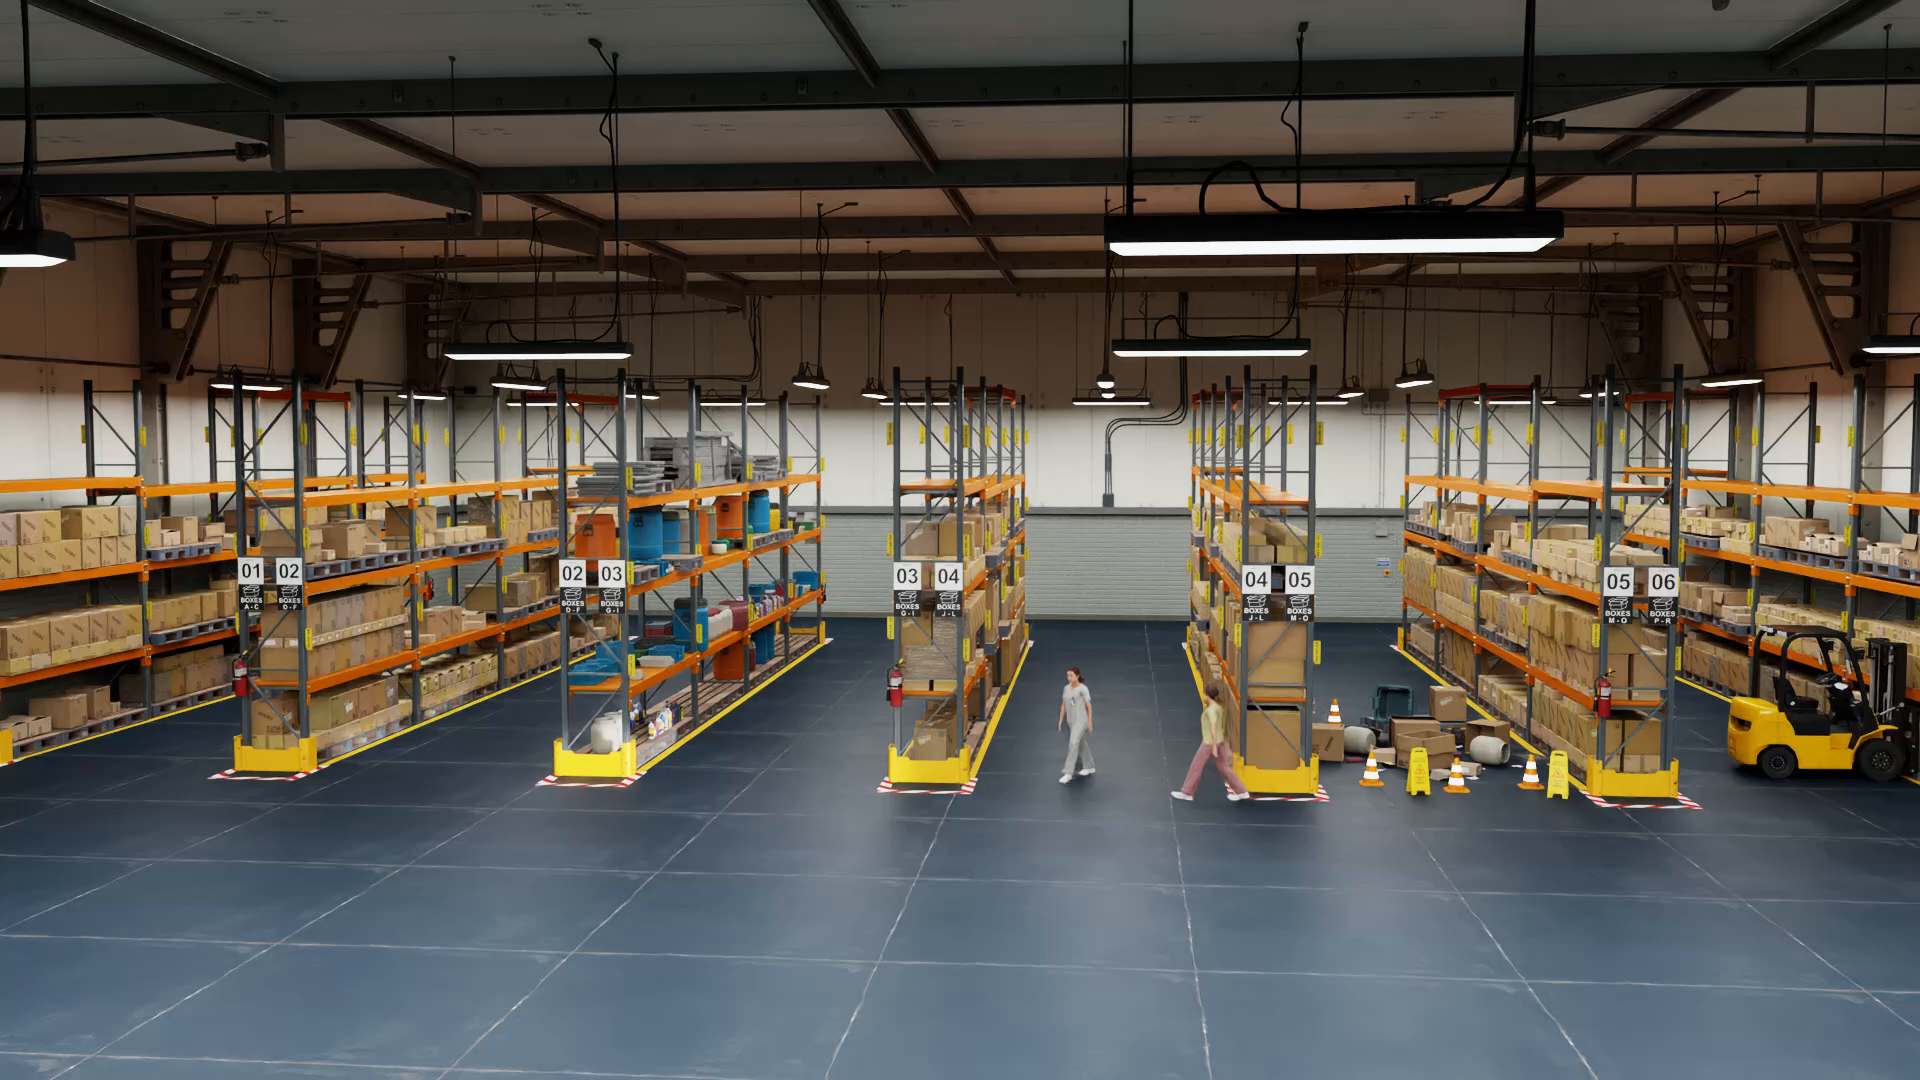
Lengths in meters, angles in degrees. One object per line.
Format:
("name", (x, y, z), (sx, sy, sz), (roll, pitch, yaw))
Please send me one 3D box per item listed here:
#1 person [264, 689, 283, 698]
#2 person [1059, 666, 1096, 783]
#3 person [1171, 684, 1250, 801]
("person", (-12.701, 2.263, 30.848), (0.507, 1.683, 0.689), (-1, 4, -20))
("person", (1.665, 2.652, 24.247), (0.894, 1.631, 0.486), (-3, 4, -37))
("person", (3.443, 2.754, 22.732), (1.036, 1.573, 0.544), (2, 4, 24))
